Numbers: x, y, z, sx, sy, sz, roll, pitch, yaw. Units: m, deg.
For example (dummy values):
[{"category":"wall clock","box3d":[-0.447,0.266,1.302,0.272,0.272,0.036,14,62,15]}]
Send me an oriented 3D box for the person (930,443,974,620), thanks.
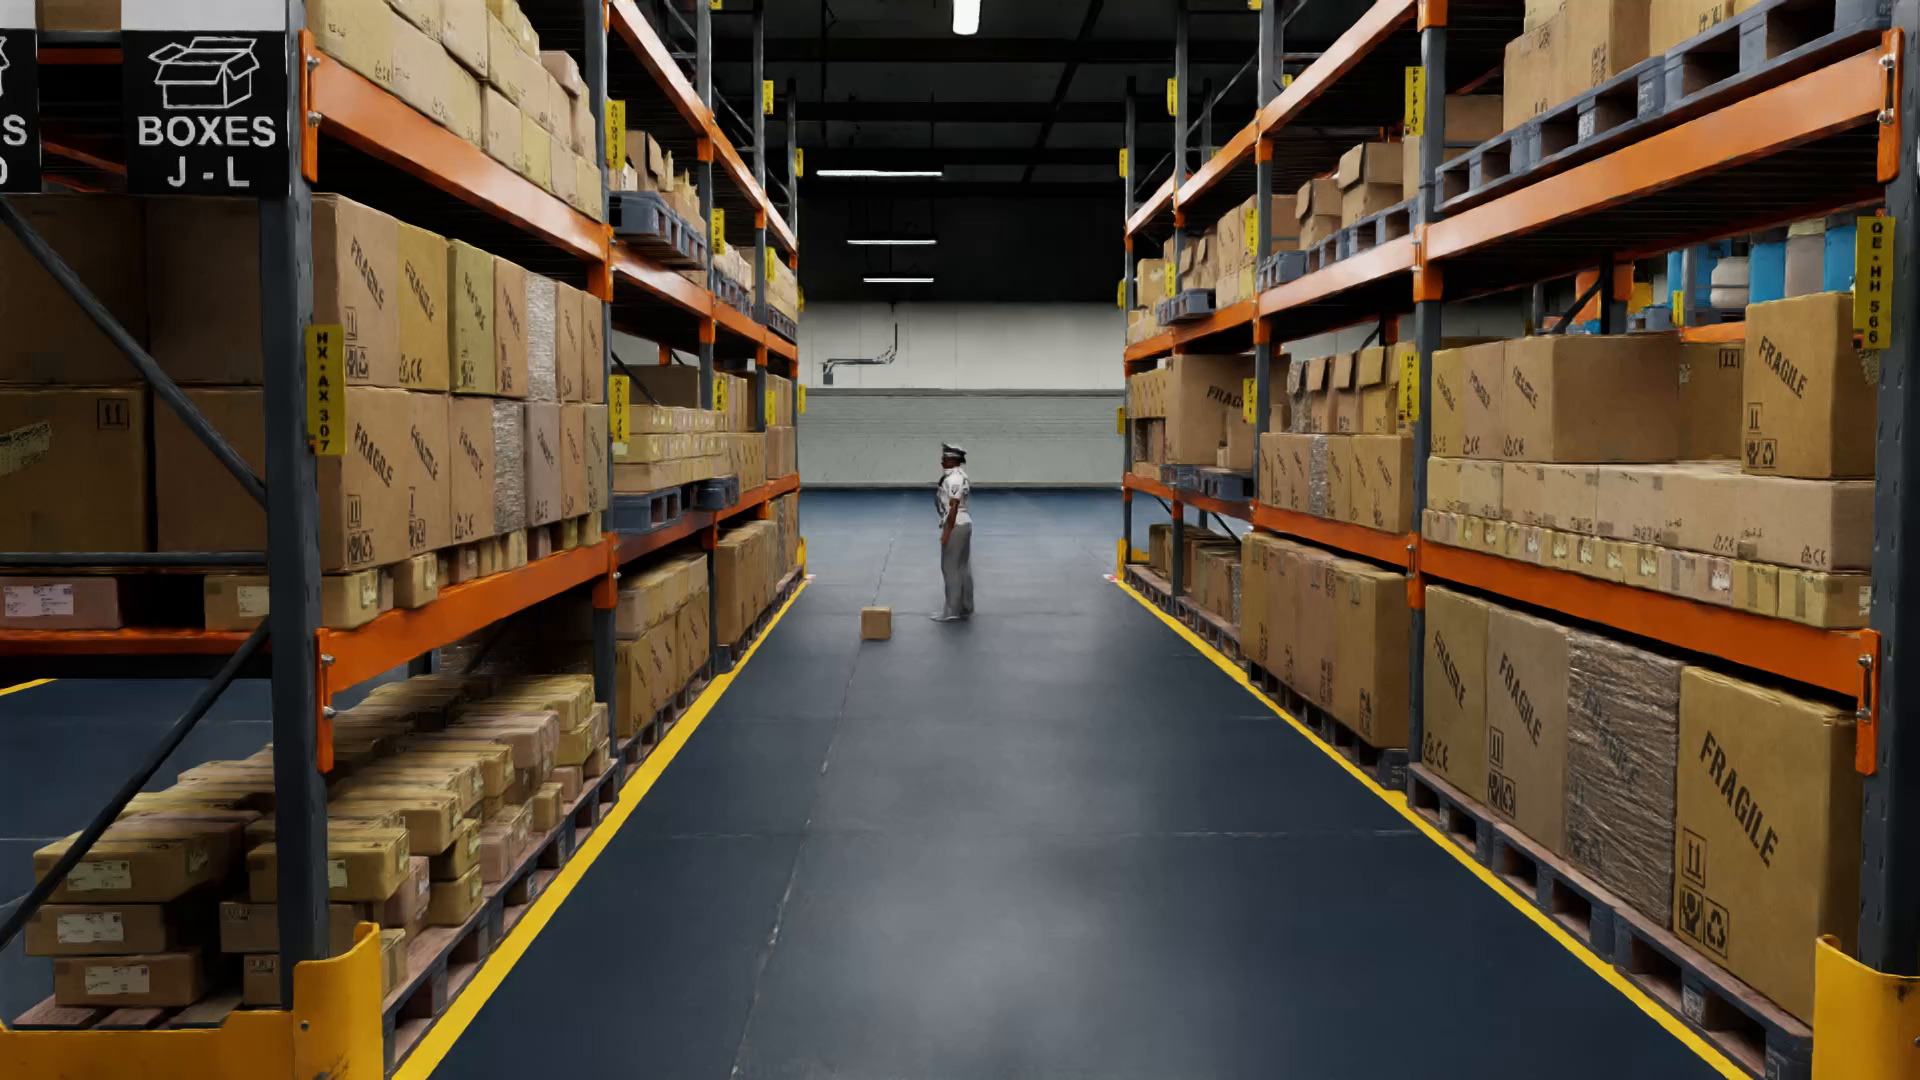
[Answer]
[{"category":"person","box3d":[-0.073,-0.086,15.828,0.389,1.680,0.536,1,4,8]}]
